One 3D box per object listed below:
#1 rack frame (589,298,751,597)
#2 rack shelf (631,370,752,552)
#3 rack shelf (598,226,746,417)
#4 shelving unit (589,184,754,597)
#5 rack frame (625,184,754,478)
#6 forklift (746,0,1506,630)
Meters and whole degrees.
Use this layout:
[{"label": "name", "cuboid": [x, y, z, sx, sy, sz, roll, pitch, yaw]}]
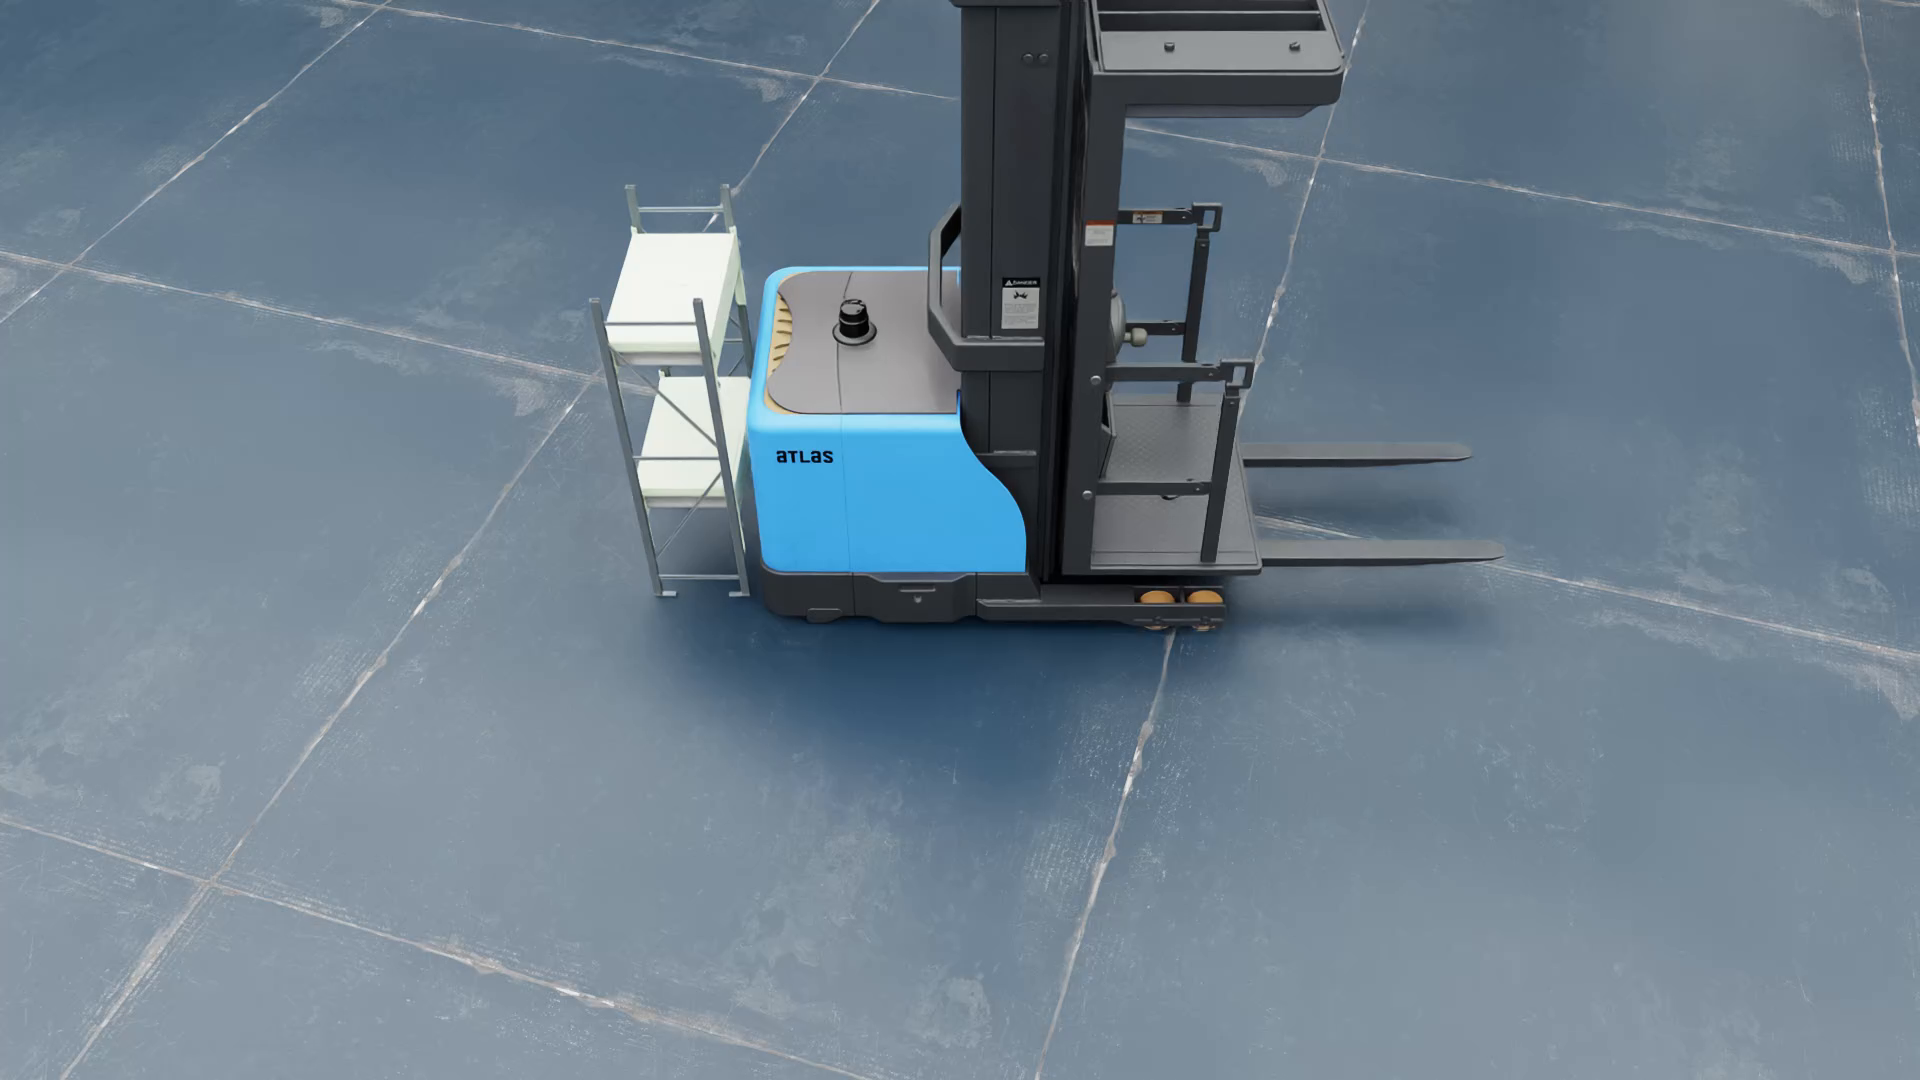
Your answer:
[{"label": "rack frame", "cuboid": [-1.088, -0.310, 6.385, 0.400, 1.500, 0.023, 0, 44, 2]}, {"label": "rack shelf", "cuboid": [-1.069, -0.333, 6.874, 0.431, 0.370, 0.720, 0, 44, 2]}, {"label": "rack shelf", "cuboid": [-1.088, -0.845, 6.374, 0.431, 0.370, 0.720, 0, 44, 2]}, {"label": "shelving unit", "cuboid": [-1.077, -0.566, 6.646, 0.431, 1.500, 0.755, 0, 44, 2]}, {"label": "rack frame", "cuboid": [-1.066, -0.822, 6.908, 0.400, 1.500, 0.023, 0, 44, 2]}, {"label": "forklift", "cuboid": [0.711, -1.057, 6.134, 3.031, 2.935, 1.130, 0, 44, 0]}]
